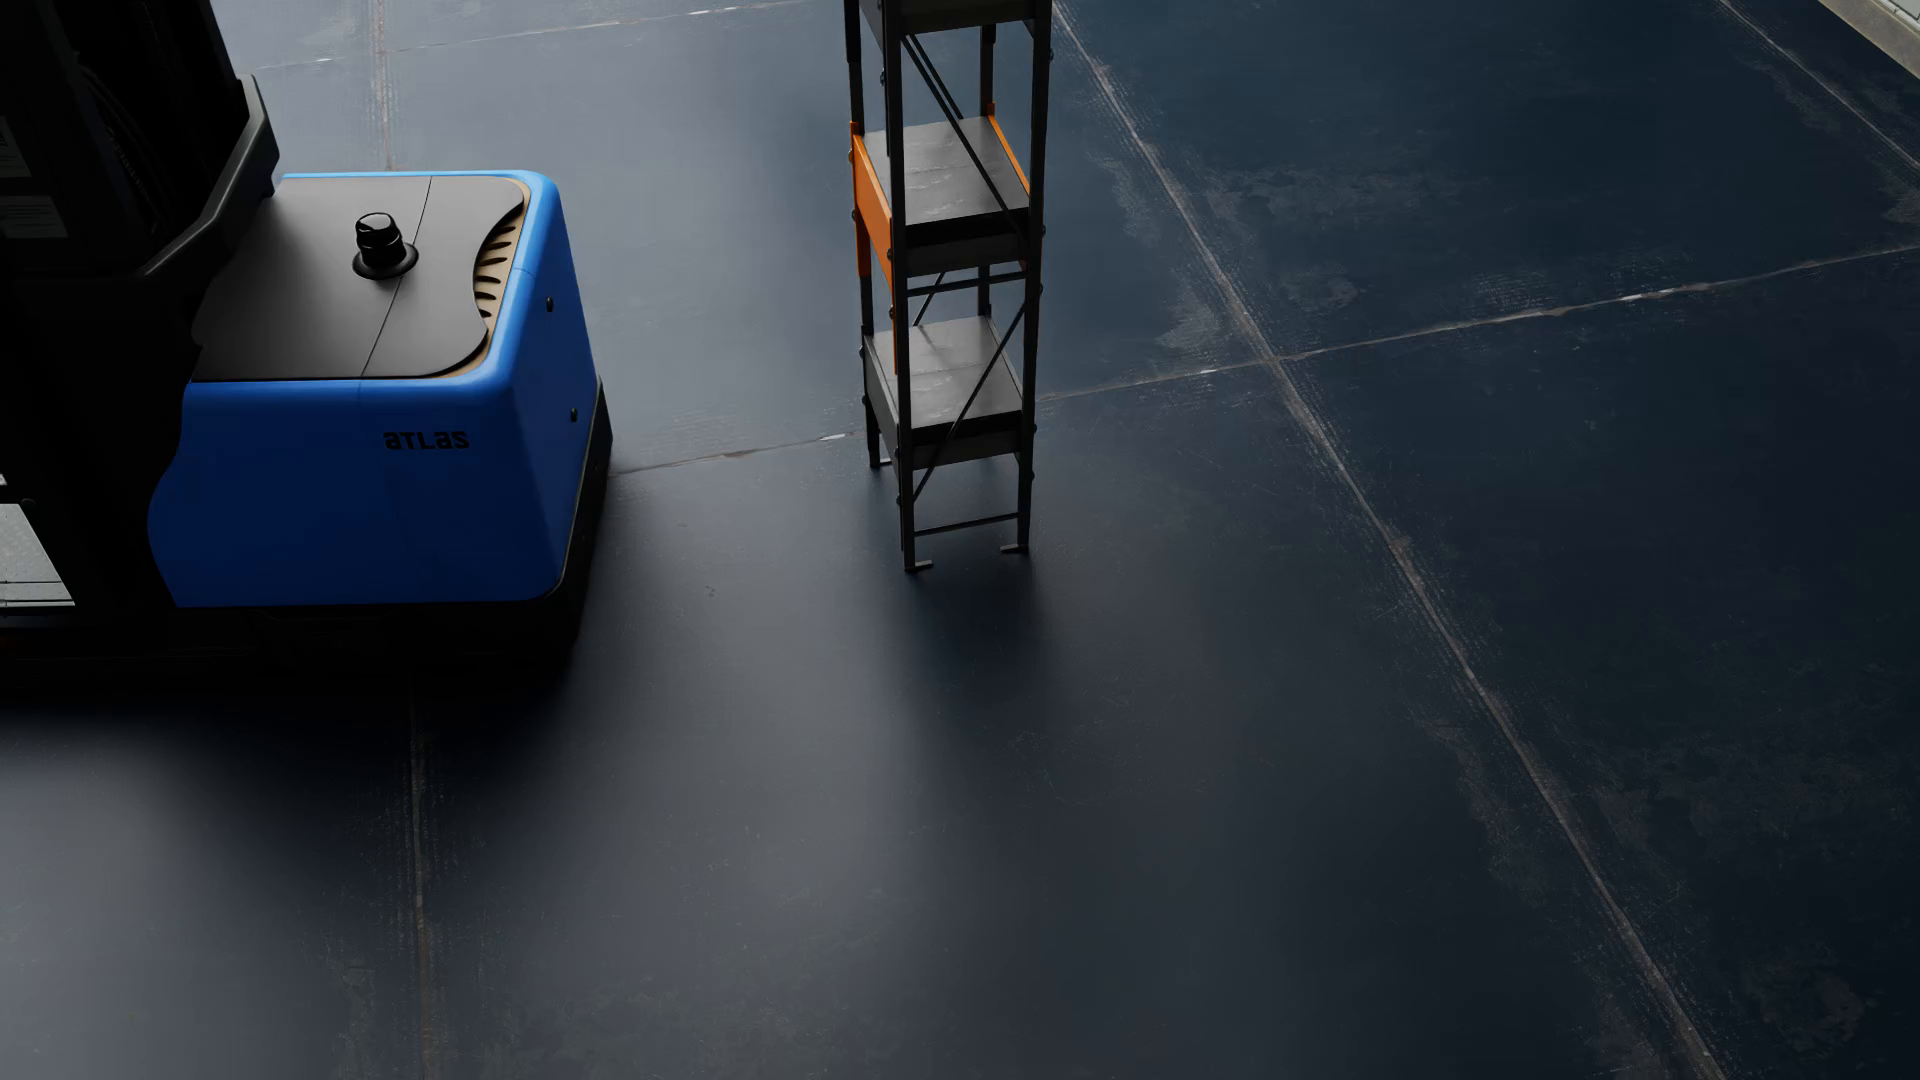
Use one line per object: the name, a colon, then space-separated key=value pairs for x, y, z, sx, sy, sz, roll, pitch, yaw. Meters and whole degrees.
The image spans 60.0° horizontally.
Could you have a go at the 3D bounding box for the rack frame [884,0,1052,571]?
rack frame: x=0.020 y=-0.681 z=4.447 sx=0.400 sy=2.100 sz=0.015 roll=-11 pitch=47 yaw=-10

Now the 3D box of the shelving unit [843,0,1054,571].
shelving unit: x=-0.042 y=-0.849 z=4.612 sx=0.431 sy=2.100 sz=0.503 roll=-11 pitch=47 yaw=-10

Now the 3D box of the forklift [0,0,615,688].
forklift: x=-2.638 y=-0.976 z=4.155 sx=3.031 sy=2.935 sz=1.130 roll=-1 pitch=46 yaw=-1

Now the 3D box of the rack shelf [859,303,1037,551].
rack shelf: x=-0.042 y=-0.350 z=5.122 sx=0.431 sy=0.518 sz=0.480 roll=-11 pitch=47 yaw=-10

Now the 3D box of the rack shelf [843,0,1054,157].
rack shelf: x=-0.042 y=-1.330 z=4.122 sx=0.431 sy=0.518 sz=0.480 roll=-11 pitch=47 yaw=-10

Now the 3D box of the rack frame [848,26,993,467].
rack frame: x=-0.105 y=-1.018 z=4.777 sx=0.400 sy=2.100 sz=0.015 roll=-11 pitch=47 yaw=-10

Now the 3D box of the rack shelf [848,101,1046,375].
rack shelf: x=-0.042 y=-0.840 z=4.622 sx=0.431 sy=0.518 sz=0.480 roll=-11 pitch=47 yaw=-10
